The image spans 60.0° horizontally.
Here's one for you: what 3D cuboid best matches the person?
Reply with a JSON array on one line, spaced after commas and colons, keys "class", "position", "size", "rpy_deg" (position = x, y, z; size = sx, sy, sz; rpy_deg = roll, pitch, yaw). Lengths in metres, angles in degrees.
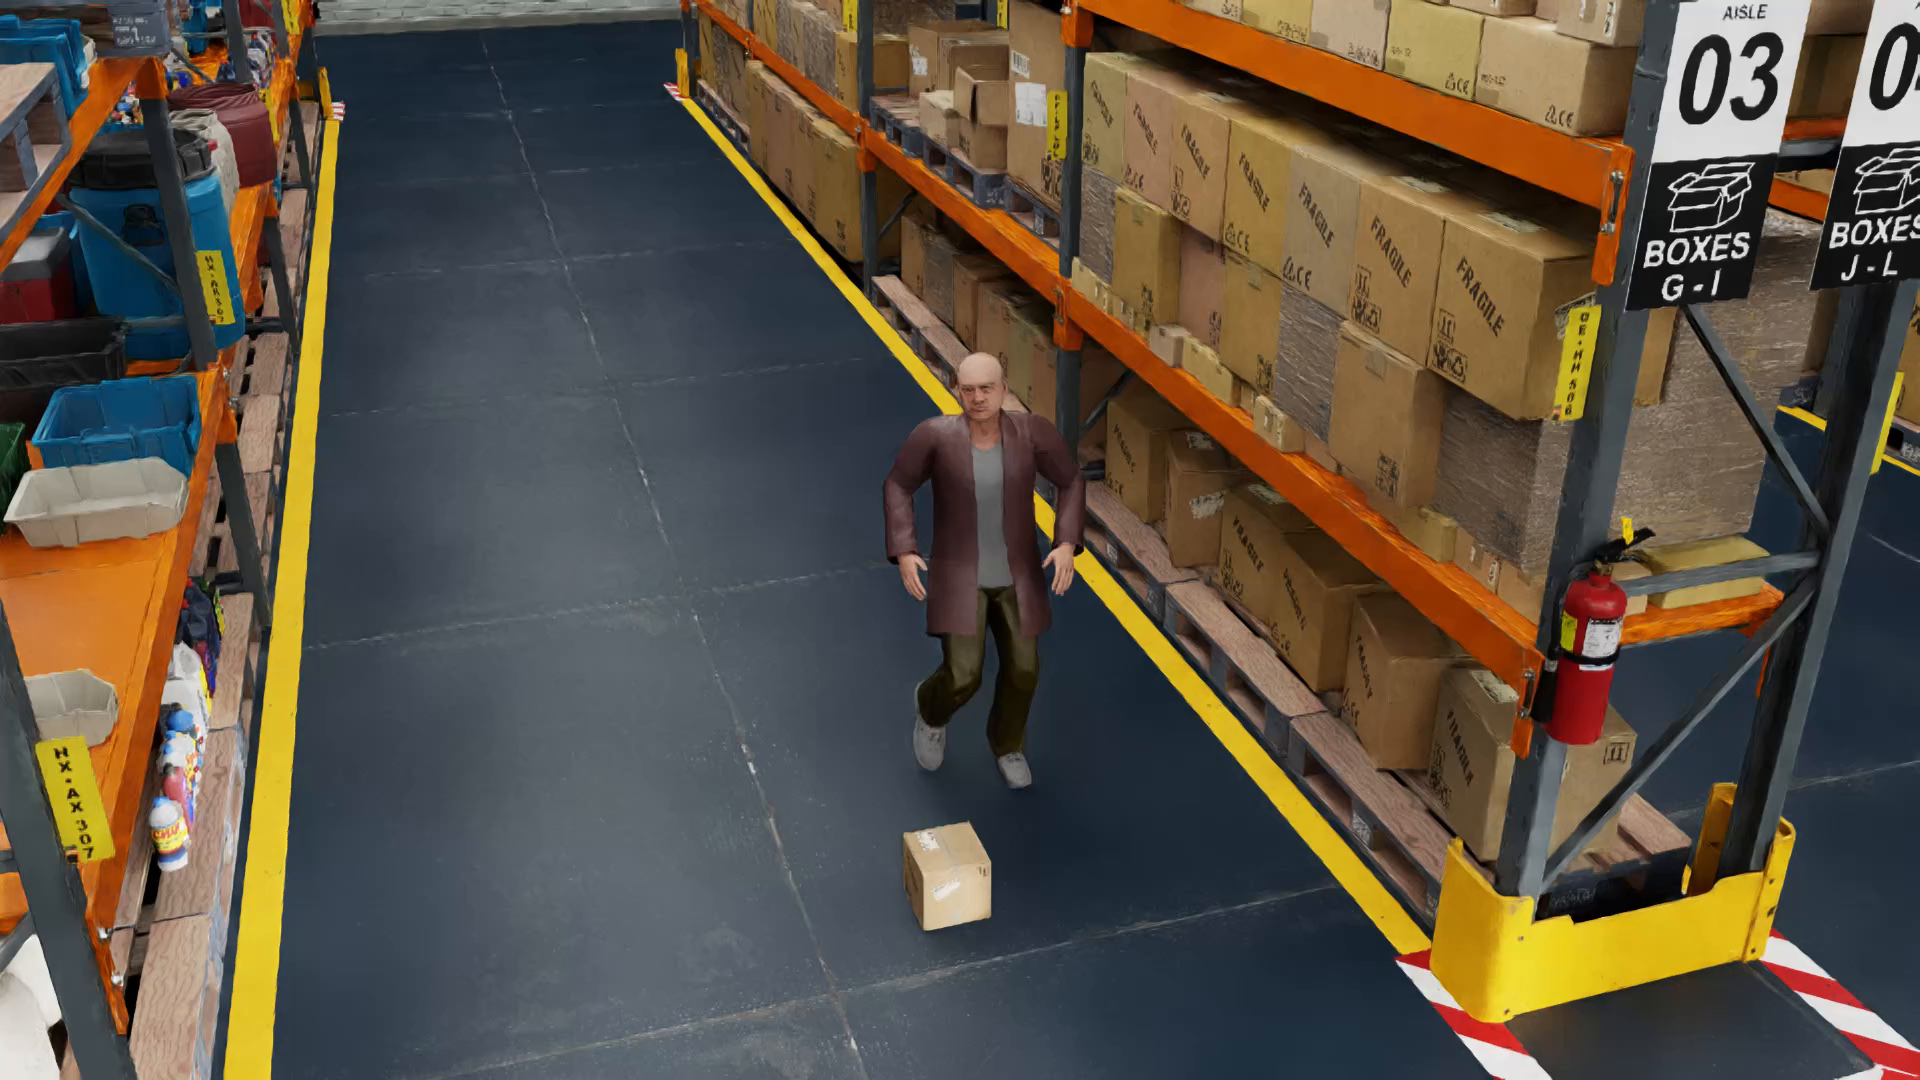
[{"class": "person", "position": [0.116, 0.142, 6.379], "size": [0.785, 1.750, 0.517], "rpy_deg": [-5, 27, -11]}]
